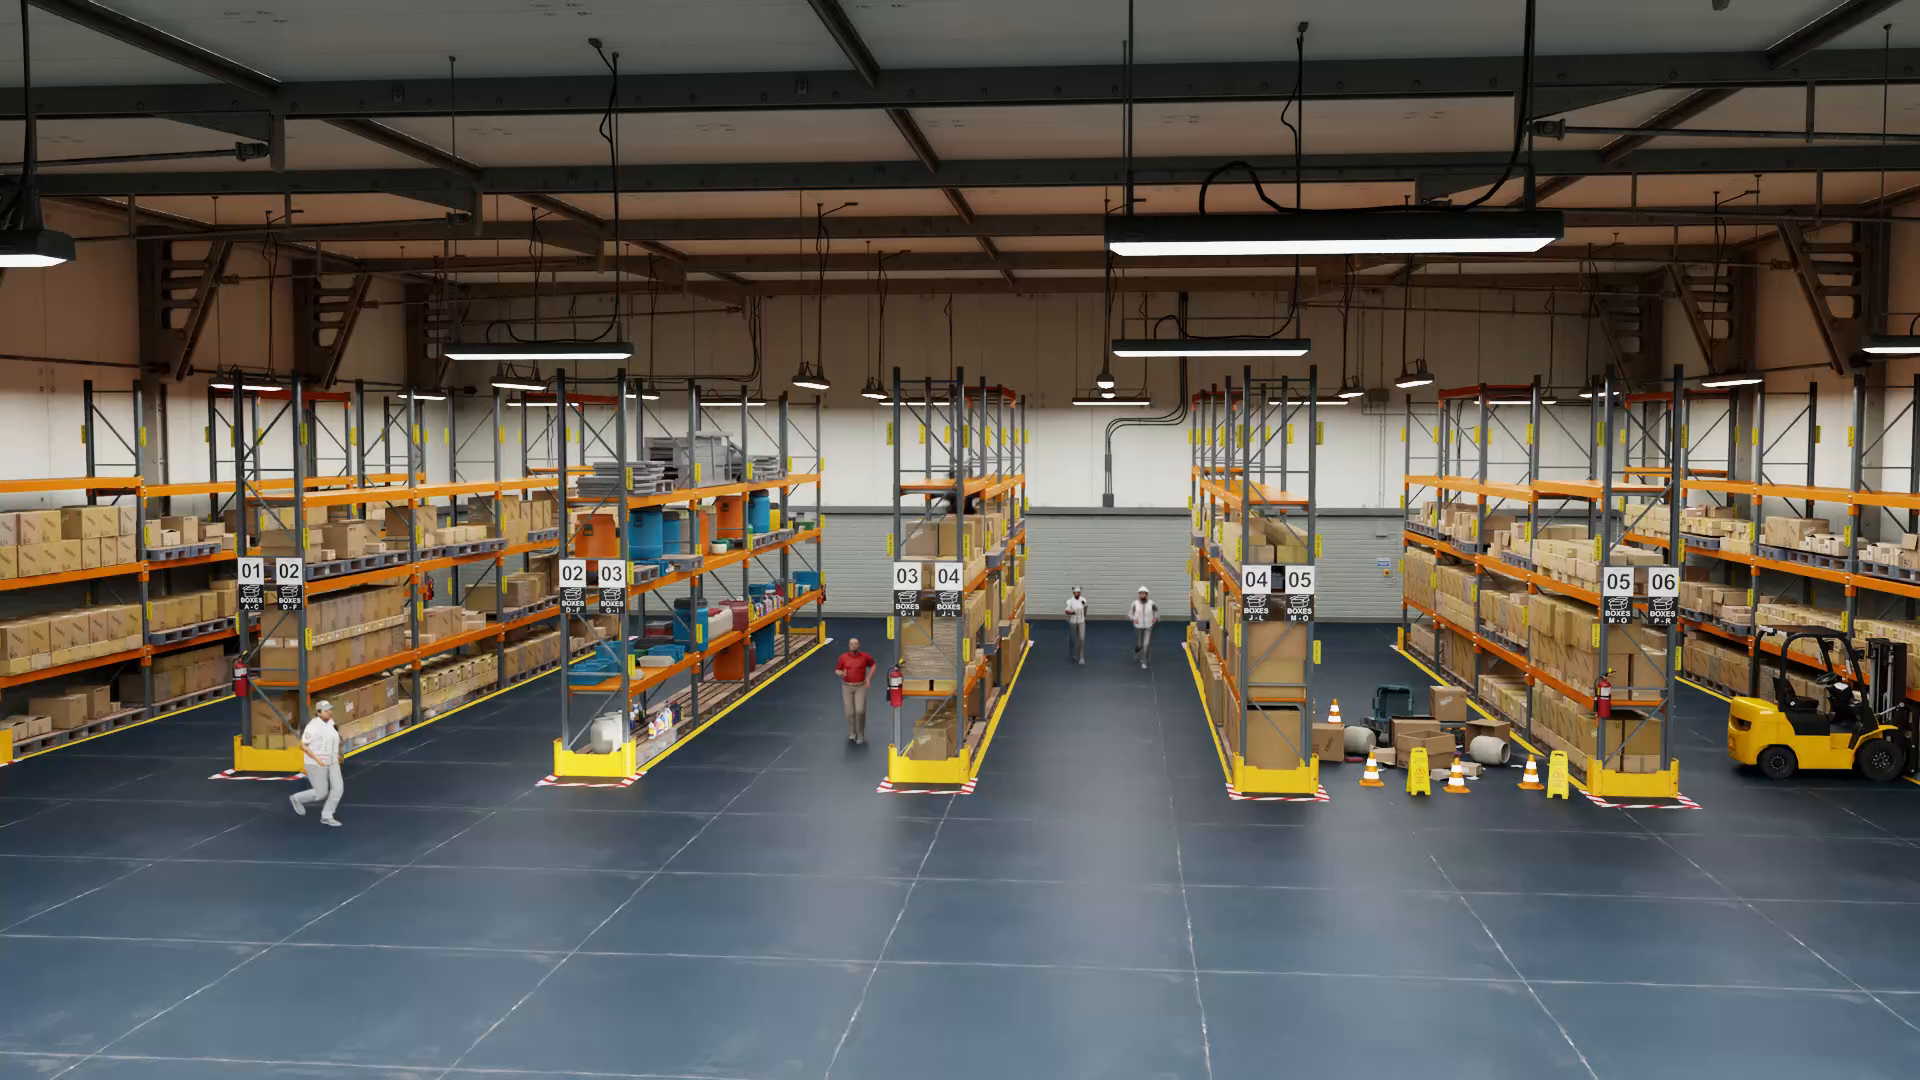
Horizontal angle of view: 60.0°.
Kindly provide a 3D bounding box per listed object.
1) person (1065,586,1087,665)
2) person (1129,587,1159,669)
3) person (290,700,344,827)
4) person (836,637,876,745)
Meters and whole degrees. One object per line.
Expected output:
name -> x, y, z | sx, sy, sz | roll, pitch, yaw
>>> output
person -> 2.582, 1.862, 36.919 | 0.529, 1.726, 0.857 | 0, 4, -2
person -> 3.998, 1.893, 36.161 | 0.670, 1.770, 0.830 | 0, 4, 4
person -> -8.283, 2.871, 21.450 | 0.666, 1.627, 0.595 | 1, 4, 21
person -> -1.715, 2.475, 27.095 | 0.641, 1.764, 0.697 | 0, 4, 3
